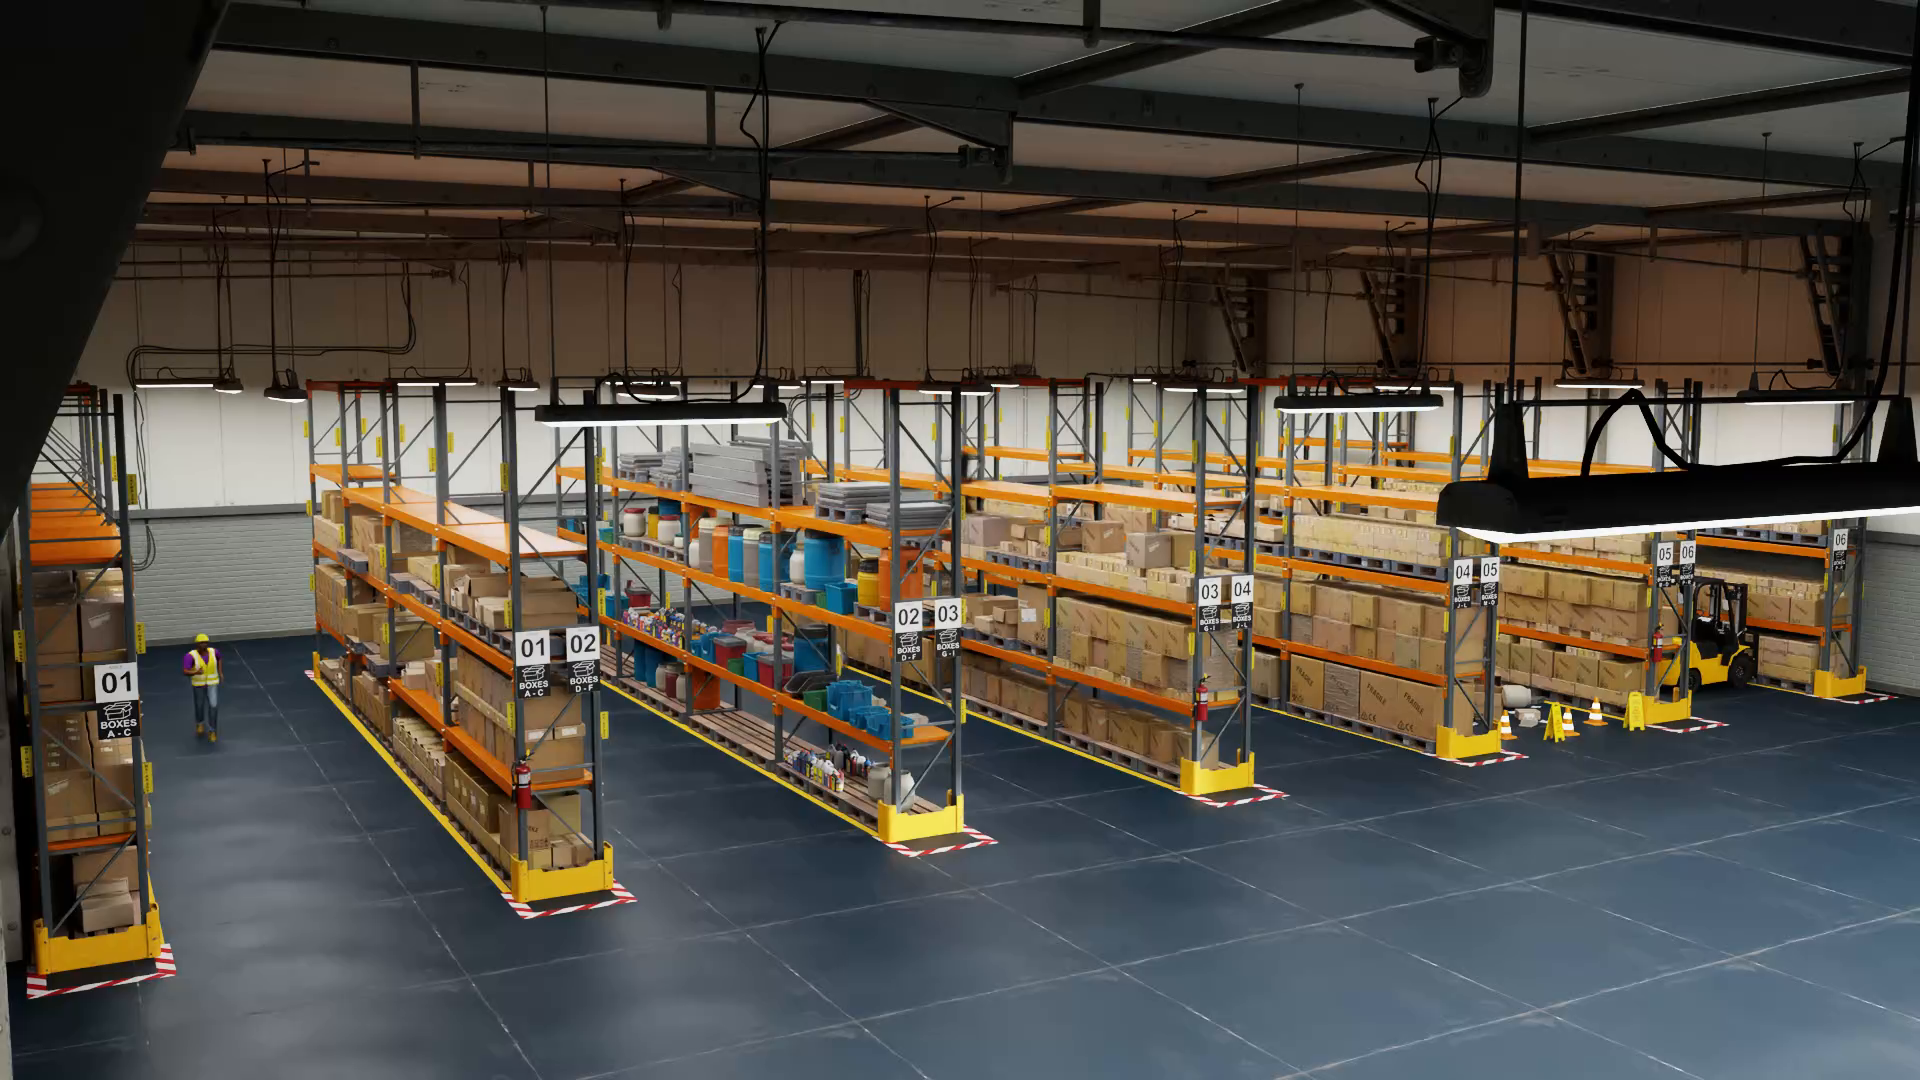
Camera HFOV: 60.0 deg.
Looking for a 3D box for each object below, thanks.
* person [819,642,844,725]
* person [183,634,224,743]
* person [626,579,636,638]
[{"bbox_3d":[-2.278,2.374,28.964,0.651,1.729,0.647,-4,7,-36],"label":"person"},{"bbox_3d":[-12.729,2.472,28.002,0.658,1.823,0.872,-4,7,-31],"label":"person"},{"bbox_3d":[-7.406,1.611,37.387,0.563,1.505,0.609,2,6,19],"label":"person"}]
